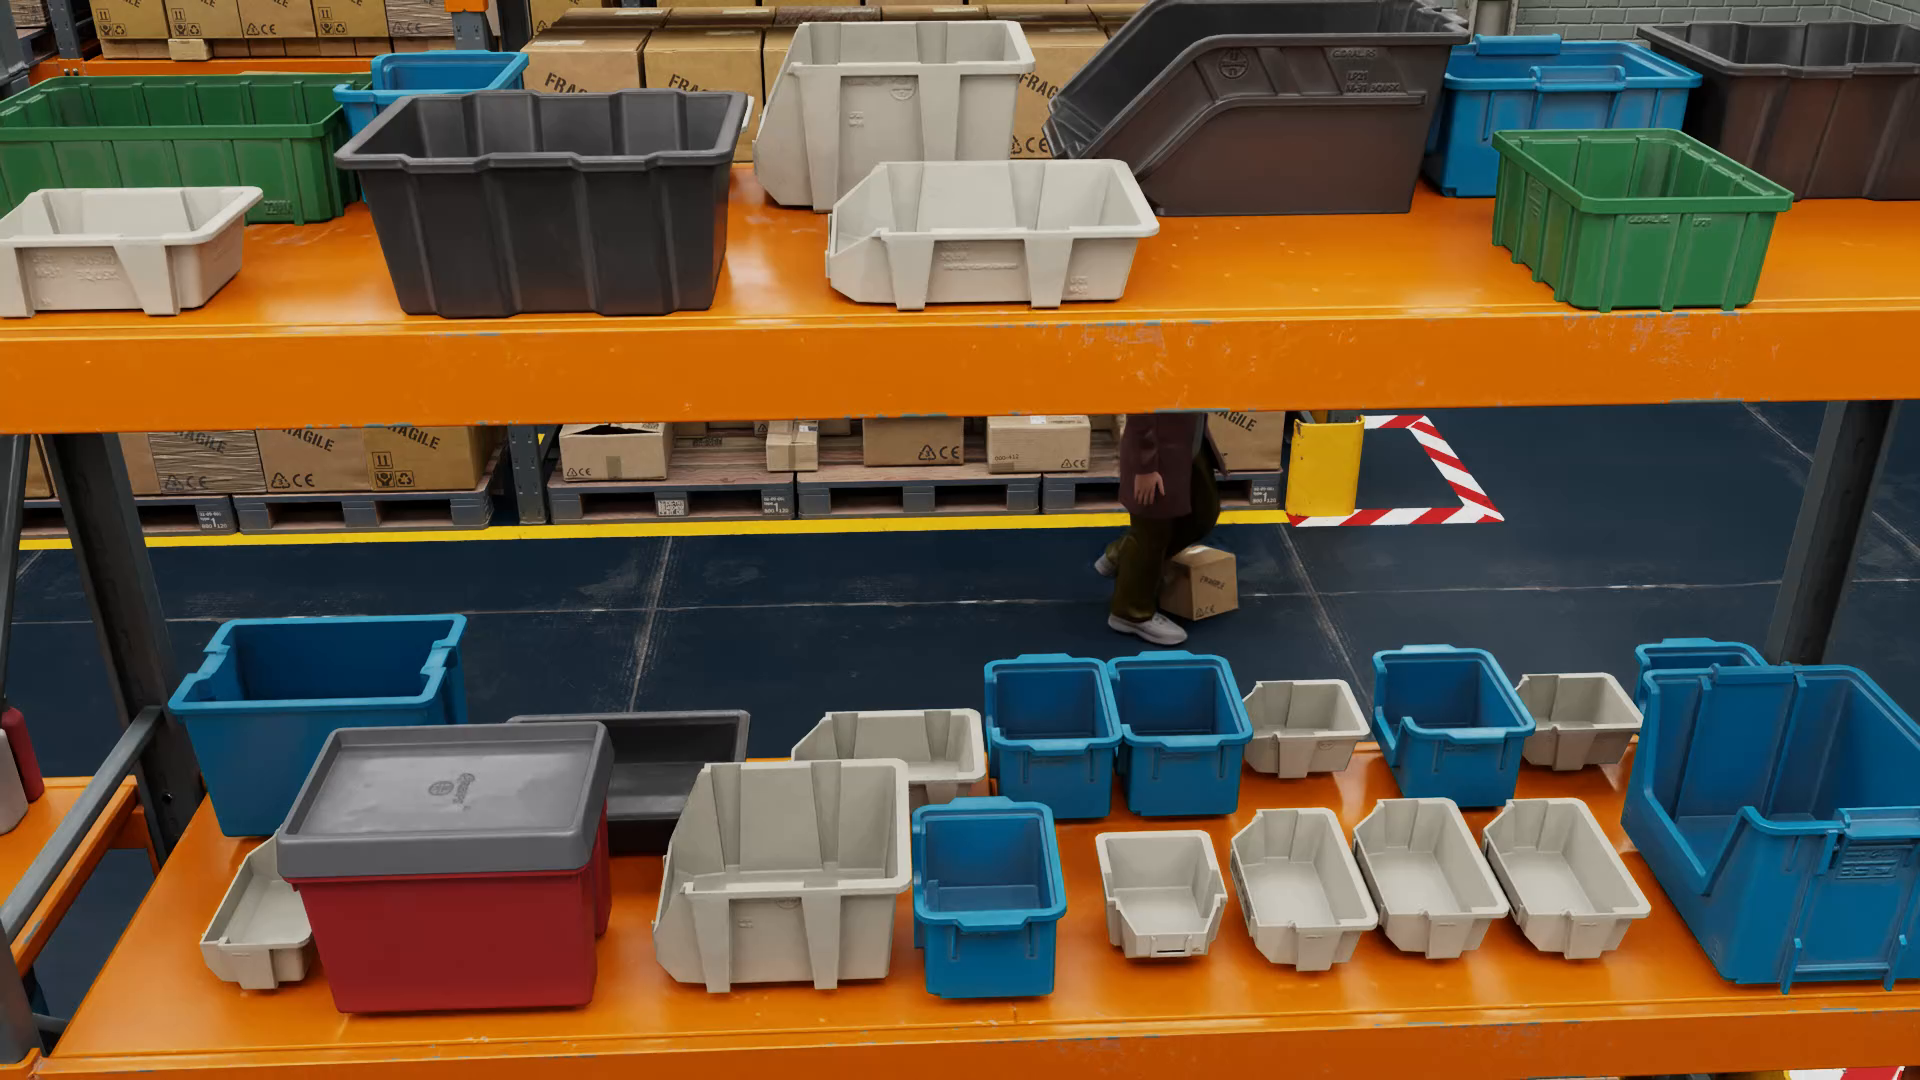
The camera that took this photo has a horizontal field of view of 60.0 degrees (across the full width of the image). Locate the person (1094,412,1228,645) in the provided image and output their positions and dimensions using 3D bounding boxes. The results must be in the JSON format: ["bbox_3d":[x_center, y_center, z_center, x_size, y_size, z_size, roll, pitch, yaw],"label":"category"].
[{"bbox_3d":[0.800,-0.386,6.865,0.563,1.774,0.614,15,31,27],"label":"person"}]
